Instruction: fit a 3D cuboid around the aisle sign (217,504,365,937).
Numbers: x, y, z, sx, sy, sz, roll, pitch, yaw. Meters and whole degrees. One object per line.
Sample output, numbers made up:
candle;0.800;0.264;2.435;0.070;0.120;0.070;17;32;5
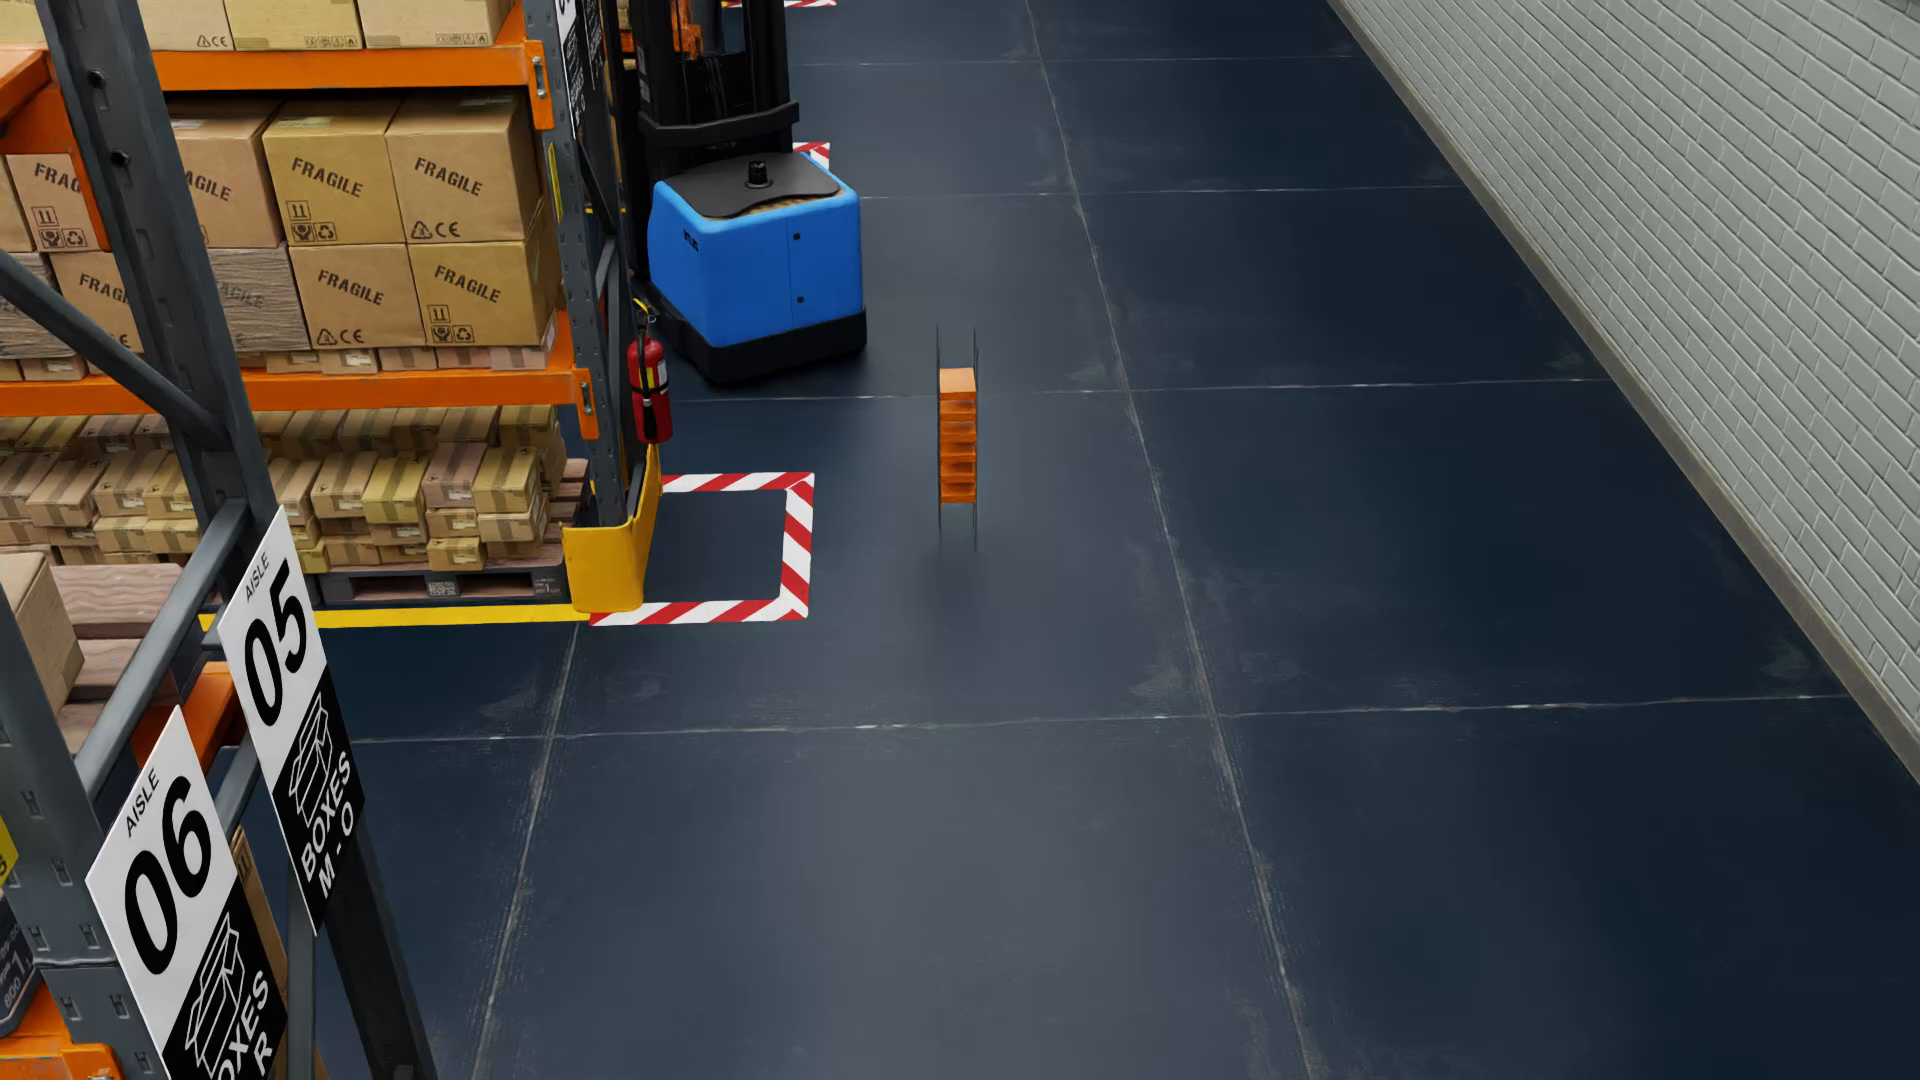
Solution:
aisle sign;-1.311;0.366;3.300;0.004;0.787;0.394;-2;35;-2

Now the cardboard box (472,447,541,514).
cardboard box;-2.221;-0.296;8.155;0.250;0.149;0.380;-1;35;-2

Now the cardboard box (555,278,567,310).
cardboard box;-2.043;-1.283;8.189;0.250;0.149;0.380;-2;35;-3

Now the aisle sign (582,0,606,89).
aisle sign;-1.645;-2.450;7.370;0.004;0.787;0.394;-2;35;-2

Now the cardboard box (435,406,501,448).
cardboard box;-2.513;-0.557;8.533;0.250;0.149;0.380;-1;35;-1

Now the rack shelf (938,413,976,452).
rack shelf;-0.014;-0.555;8.365;0.180;0.103;0.258;-2;35;-2

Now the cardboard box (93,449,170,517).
cardboard box;-4.032;-0.281;8.134;0.250;0.149;0.380;-3;35;-4

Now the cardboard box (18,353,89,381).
cardboard box;-4.088;-0.883;7.610;0.250;0.149;0.380;0;35;0

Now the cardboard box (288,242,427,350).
cardboard box;-2.656;-1.203;7.503;0.500;0.500;0.500;-2;35;-3

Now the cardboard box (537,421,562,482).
cardboard box;-2.240;-0.464;8.659;0.250;0.149;0.380;0;35;0

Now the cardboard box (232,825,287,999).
cardboard box;-1.862;1.001;3.702;0.500;0.500;0.500;-2;35;-3

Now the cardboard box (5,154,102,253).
cardboard box;-3.703;-1.581;7.171;0.500;0.500;0.500;-3;35;-4

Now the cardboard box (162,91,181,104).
cardboard box;-3.698;-1.888;7.614;0.500;0.500;0.500;-3;35;-4

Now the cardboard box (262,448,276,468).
cardboard box;-3.523;-0.288;8.144;0.250;0.149;0.380;-3;35;-4

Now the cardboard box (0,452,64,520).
cardboard box;-4.558;-0.266;8.112;0.250;0.149;0.380;-2;35;-3

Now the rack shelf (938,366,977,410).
rack shelf;-0.014;-0.752;8.228;0.180;0.103;0.258;-2;35;-2

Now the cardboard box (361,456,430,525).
cardboard box;-2.727;-0.242;8.078;0.250;0.149;0.380;-2;35;-3

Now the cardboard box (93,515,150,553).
cardboard box;-4.032;-0.107;8.144;0.250;0.149;0.380;-2;35;-3

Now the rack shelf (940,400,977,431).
rack shelf;-0.014;-0.654;8.297;0.180;0.103;0.258;-2;35;-2

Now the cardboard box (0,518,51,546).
cardboard box;-4.562;-0.142;8.195;0.250;0.149;0.380;-3;35;-5

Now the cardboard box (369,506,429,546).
cardboard box;-2.737;-0.140;8.192;0.250;0.149;0.380;-3;35;-4

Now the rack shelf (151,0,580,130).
rack shelf;-3.702;-2.093;7.134;4.000;0.370;1.077;-2;35;-2

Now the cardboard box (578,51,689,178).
cardboard box;-2.473;-3.267;12.333;0.875;0.875;0.875;-2;35;-2

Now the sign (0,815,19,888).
sign;-1.357;0.346;2.270;0.005;0.325;0.100;-2;35;-2

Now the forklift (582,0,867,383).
forklift;-1.744;-2.966;10.460;1.130;2.935;3.031;-18;38;-24

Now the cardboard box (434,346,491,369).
cardboard box;-2.267;-0.951;7.709;0.250;0.149;0.380;-2;35;-2

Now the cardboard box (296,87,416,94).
cardboard box;-2.669;-1.905;7.639;0.500;0.500;0.500;-1;35;-1

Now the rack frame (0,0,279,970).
rack frame;-1.369;-0.865;2.092;0.127;3.000;1.000;-2;35;-2

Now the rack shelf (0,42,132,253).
rack shelf;-3.367;-0.351;2.333;4.000;0.370;1.077;-2;35;-2

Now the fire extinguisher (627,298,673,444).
fire extinguisher;-1.431;-0.768;7.620;0.183;0.674;0.296;-2;35;-2

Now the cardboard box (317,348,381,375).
cardboard box;-2.770;-0.915;7.658;0.250;0.149;0.380;-1;35;-1

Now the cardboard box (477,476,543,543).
cardboard box;-2.218;-0.155;8.213;0.250;0.149;0.380;-2;35;-4

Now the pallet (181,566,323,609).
pallet;-3.809;-0.027;8.604;1.213;0.211;1.003;-2;35;-2

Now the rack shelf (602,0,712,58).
rack shelf;-3.836;-3.681;12.066;4.000;0.370;1.077;-2;35;-2

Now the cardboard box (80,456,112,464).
cardboard box;-4.355;-0.414;8.587;0.250;0.149;0.380;-1;35;-1

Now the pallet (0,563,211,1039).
pallet;-2.109;0.431;2.933;1.213;0.211;1.003;-2;35;-2

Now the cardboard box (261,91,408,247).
cardboard box;-2.656;-1.616;7.222;0.500;0.500;0.500;-3;35;-4

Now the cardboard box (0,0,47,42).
cardboard box;-3.682;-2.169;6.744;0.500;0.250;0.500;0;35;0

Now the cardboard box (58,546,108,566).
cardboard box;-4.291;-0.035;8.300;0.250;0.149;0.380;-3;35;-4

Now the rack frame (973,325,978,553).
rack frame;0.077;-0.495;8.412;0.006;1.200;0.240;-2;35;-2

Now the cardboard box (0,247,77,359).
cardboard box;-4.194;-1.145;7.420;0.500;0.500;0.500;-2;35;-3

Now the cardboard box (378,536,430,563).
cardboard box;-2.740;-0.054;8.328;0.250;0.149;0.380;-2;35;-2

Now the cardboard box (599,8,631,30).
cardboard box;-2.438;-3.723;11.715;0.250;0.149;0.380;-1;35;-2

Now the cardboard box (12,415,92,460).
cardboard box;-4.592;-0.507;8.460;0.250;0.149;0.380;0;35;-1

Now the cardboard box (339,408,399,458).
cardboard box;-3.015;-0.570;8.550;0.250;0.149;0.380;-3;35;-5

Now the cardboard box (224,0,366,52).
cardboard box;-2.655;-2.200;6.789;0.500;0.250;0.500;-1;35;-2

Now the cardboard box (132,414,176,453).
cardboard box;-4.057;-0.581;8.567;0.250;0.149;0.380;-3;35;-4

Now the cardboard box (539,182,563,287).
cardboard box;-2.166;-1.517;7.957;0.500;0.500;0.500;0;35;0

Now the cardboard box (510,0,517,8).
cardboard box;-2.165;-2.514;7.243;0.500;0.250;0.500;0;35;-1

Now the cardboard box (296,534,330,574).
cardboard box;-3.238;0.003;8.247;0.250;0.149;0.380;-3;35;-4

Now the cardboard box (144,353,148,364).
cardboard box;-3.572;-0.935;7.686;0.250;0.149;0.380;-1;35;-1

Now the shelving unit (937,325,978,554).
shelving unit;-0.014;-0.493;8.408;0.189;1.200;0.258;-2;35;-2

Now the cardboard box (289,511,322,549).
cardboard box;-3.253;-0.119;8.161;0.250;0.149;0.380;-1;35;-2

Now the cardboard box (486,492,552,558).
cardboard box;-2.220;-0.077;8.361;0.250;0.149;0.380;-1;35;-1
